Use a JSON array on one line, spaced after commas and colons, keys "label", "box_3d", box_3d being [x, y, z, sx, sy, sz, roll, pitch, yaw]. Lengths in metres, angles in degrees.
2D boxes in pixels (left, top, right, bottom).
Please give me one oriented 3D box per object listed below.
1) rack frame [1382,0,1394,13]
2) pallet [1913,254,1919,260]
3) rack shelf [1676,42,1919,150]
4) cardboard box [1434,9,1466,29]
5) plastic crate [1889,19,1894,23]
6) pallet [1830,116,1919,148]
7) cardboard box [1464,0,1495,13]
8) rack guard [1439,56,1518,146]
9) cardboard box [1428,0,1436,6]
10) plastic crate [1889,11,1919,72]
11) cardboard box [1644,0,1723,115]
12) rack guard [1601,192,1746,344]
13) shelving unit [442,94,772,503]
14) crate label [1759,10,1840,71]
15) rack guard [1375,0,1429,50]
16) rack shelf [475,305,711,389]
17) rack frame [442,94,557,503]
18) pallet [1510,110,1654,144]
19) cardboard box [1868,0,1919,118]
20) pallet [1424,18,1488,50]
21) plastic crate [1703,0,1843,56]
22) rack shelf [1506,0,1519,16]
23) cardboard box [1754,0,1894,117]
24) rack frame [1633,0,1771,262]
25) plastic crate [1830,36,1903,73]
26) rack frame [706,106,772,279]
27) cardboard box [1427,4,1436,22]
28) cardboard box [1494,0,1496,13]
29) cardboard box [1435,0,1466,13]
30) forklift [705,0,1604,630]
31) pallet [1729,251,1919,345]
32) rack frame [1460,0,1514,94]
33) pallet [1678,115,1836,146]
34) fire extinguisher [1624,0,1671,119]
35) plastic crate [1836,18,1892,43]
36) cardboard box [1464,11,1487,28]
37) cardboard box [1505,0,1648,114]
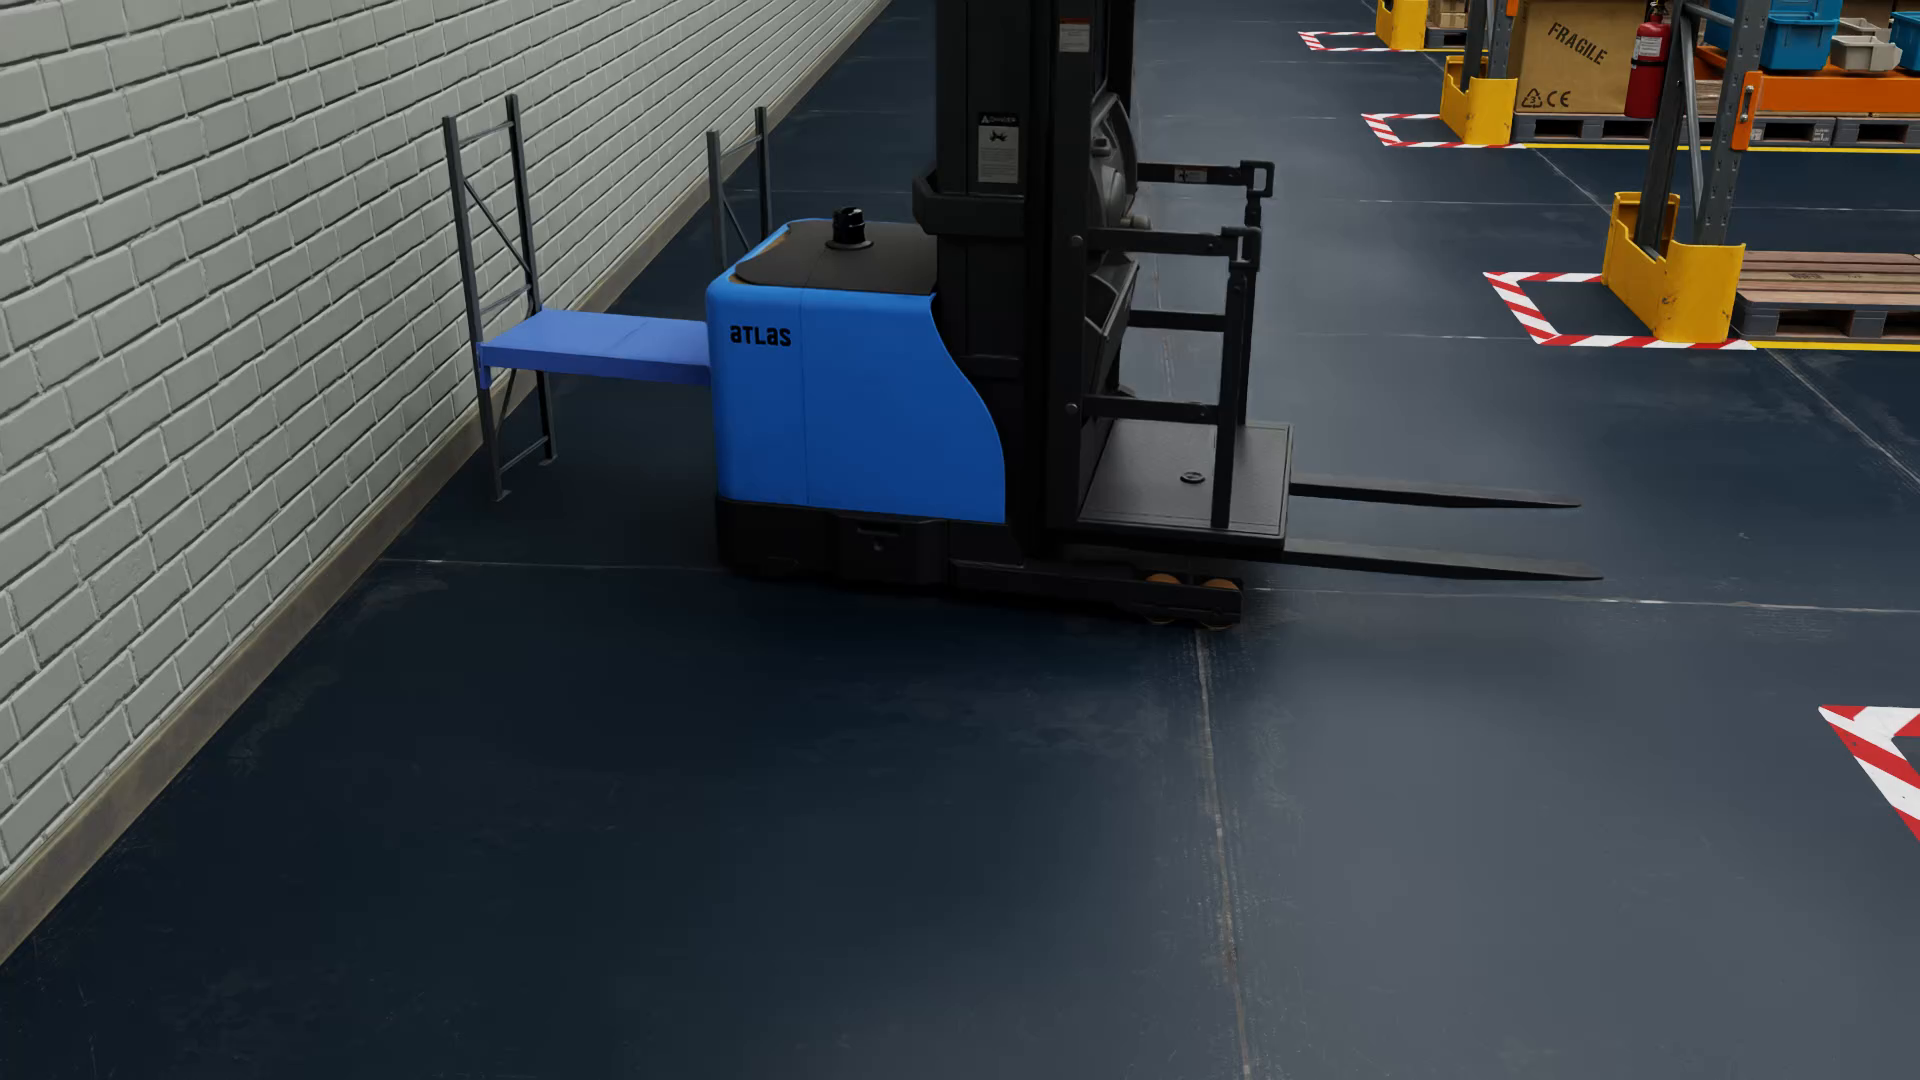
[{"label": "rack frame", "box_3d": [4.648, -6.734, 17.297, 0.127, 3.000, 1.000, 2, 25, 4]}, {"label": "pallet", "box_3d": [5.821, -1.257, 8.728, 1.213, 0.211, 1.003, 2, 25, 4]}, {"label": "rack shelf", "box_3d": [5.783, -2.215, 8.336, 4.000, 0.370, 1.077, 2, 25, 4]}, {"label": "cardboard box", "box_3d": [5.146, -5.480, 17.479, 0.250, 0.149, 0.380, 2, 25, 5]}, {"label": "plastic crate", "box_3d": [4.904, -2.548, 8.442, 0.243, 0.136, 0.396, 2, 25, 4]}, {"label": "pallet", "box_3d": [7.404, -3.332, 13.240, 1.213, 0.211, 1.003, 2, 25, 4]}, {"label": "cardboard box", "box_3d": [5.420, -5.609, 17.404, 0.250, 0.149, 0.380, 2, 25, 4]}, {"label": "rack guard", "box_3d": [4.144, -3.536, 13.335, 0.348, 0.500, 1.175, 2, 25, 4]}, {"label": "cardboard box", "box_3d": [5.196, -5.867, 17.965, 0.250, 0.149, 0.380, 1, 25, 3]}, {"label": "plastic crate", "box_3d": [4.666, -2.391, 7.986, 0.300, 0.233, 0.416, 2, 25, 4]}, {"label": "cardboard box", "box_3d": [5.719, -3.880, 13.132, 0.875, 0.875, 0.875, 2, 25, 4]}, {"label": "rack guard", "box_3d": [3.764, -1.466, 8.837, 0.348, 0.500, 1.175, 2, 25, 4]}, {"label": "shelving unit", "box_3d": [-1.285, -0.876, 6.359, 1.048, 1.500, 0.538, 6, 25, 14]}, {"label": "crate label", "box_3d": [4.010, -2.412, 8.032, 0.303, 0.233, 0.416, 2, 25, 4]}, {"label": "rack guard", "box_3d": [4.724, -5.596, 17.814, 0.348, 0.500, 1.175, 2, 25, 4]}, {"label": "rack shelf", "box_3d": [-1.285, -0.712, 6.434, 1.000, 0.185, 0.538, 6, 25, 14]}, {"label": "rack frame", "box_3d": [-1.776, -0.930, 6.478, 0.032, 1.500, 0.500, 6, 25, 14]}, {"label": "pallet", "box_3d": [4.971, -3.410, 13.409, 1.213, 0.211, 1.003, 2, 25, 4]}, {"label": "cardboard box", "box_3d": [7.504, -3.822, 13.008, 0.875, 0.875, 0.875, 2, 25, 4]}, {"label": "pallet", "box_3d": [5.531, -5.424, 17.786, 1.213, 0.211, 1.003, 2, 25, 4]}, {"label": "plastic crate", "box_3d": [4.137, -2.716, 8.451, 0.499, 0.435, 0.616, 2, 25, 4]}, {"label": "rack shelf", "box_3d": [6.162, -4.279, 12.823, 4.000, 0.370, 1.077, 2, 25, 4]}, {"label": "cardboard box", "box_3d": [6.607, -3.851, 13.070, 0.875, 0.875, 0.875, 2, 25, 4]}, {"label": "rack frame", "box_3d": [3.789, -2.606, 8.325, 0.127, 3.000, 1.000, 2, 25, 4]}, {"label": "plastic crate", "box_3d": [4.323, -2.324, 7.955, 0.298, 0.136, 0.250, 2, 25, 4]}, {"label": "rack frame", "box_3d": [-0.794, -0.821, 6.240, 0.032, 1.500, 0.500, 6, 25, 14]}, {"label": "cardboard box", "box_3d": [5.189, -5.700, 17.957, 0.250, 0.149, 0.380, 2, 25, 5]}, {"label": "cardboard box", "box_3d": [5.671, -5.638, 17.467, 0.250, 0.149, 0.380, 2, 25, 5]}, {"label": "cardboard box", "box_3d": [5.151, -5.641, 17.474, 0.250, 0.149, 0.380, 3, 25, 6]}, {"label": "forklift", "box_3d": [0.700, -1.273, 5.510, 3.031, 2.935, 1.130, 5, 25, 11]}, {"label": "pallet", "box_3d": [4.608, -1.297, 8.815, 1.213, 0.211, 1.003, 2, 25, 4]}, {"label": "rack frame", "box_3d": [4.168, -4.670, 12.811, 0.127, 3.000, 1.000, 2, 25, 4]}, {"label": "pallet", "box_3d": [6.184, -3.370, 13.322, 1.213, 0.211, 1.003, 2, 25, 4]}, {"label": "fire extinguisher", "box_3d": [3.673, -2.596, 8.841, 0.183, 0.674, 0.296, 2, 25, 4]}, {"label": "plastic crate", "box_3d": [4.616, -2.563, 8.475, 0.243, 0.136, 0.396, 2, 25, 4]}, {"label": "cardboard box", "box_3d": [5.414, -5.506, 17.535, 0.250, 0.149, 0.380, 2, 25, 4]}, {"label": "cardboard box", "box_3d": [4.812, -3.909, 13.196, 0.875, 0.875, 0.875, 2, 25, 4]}]
